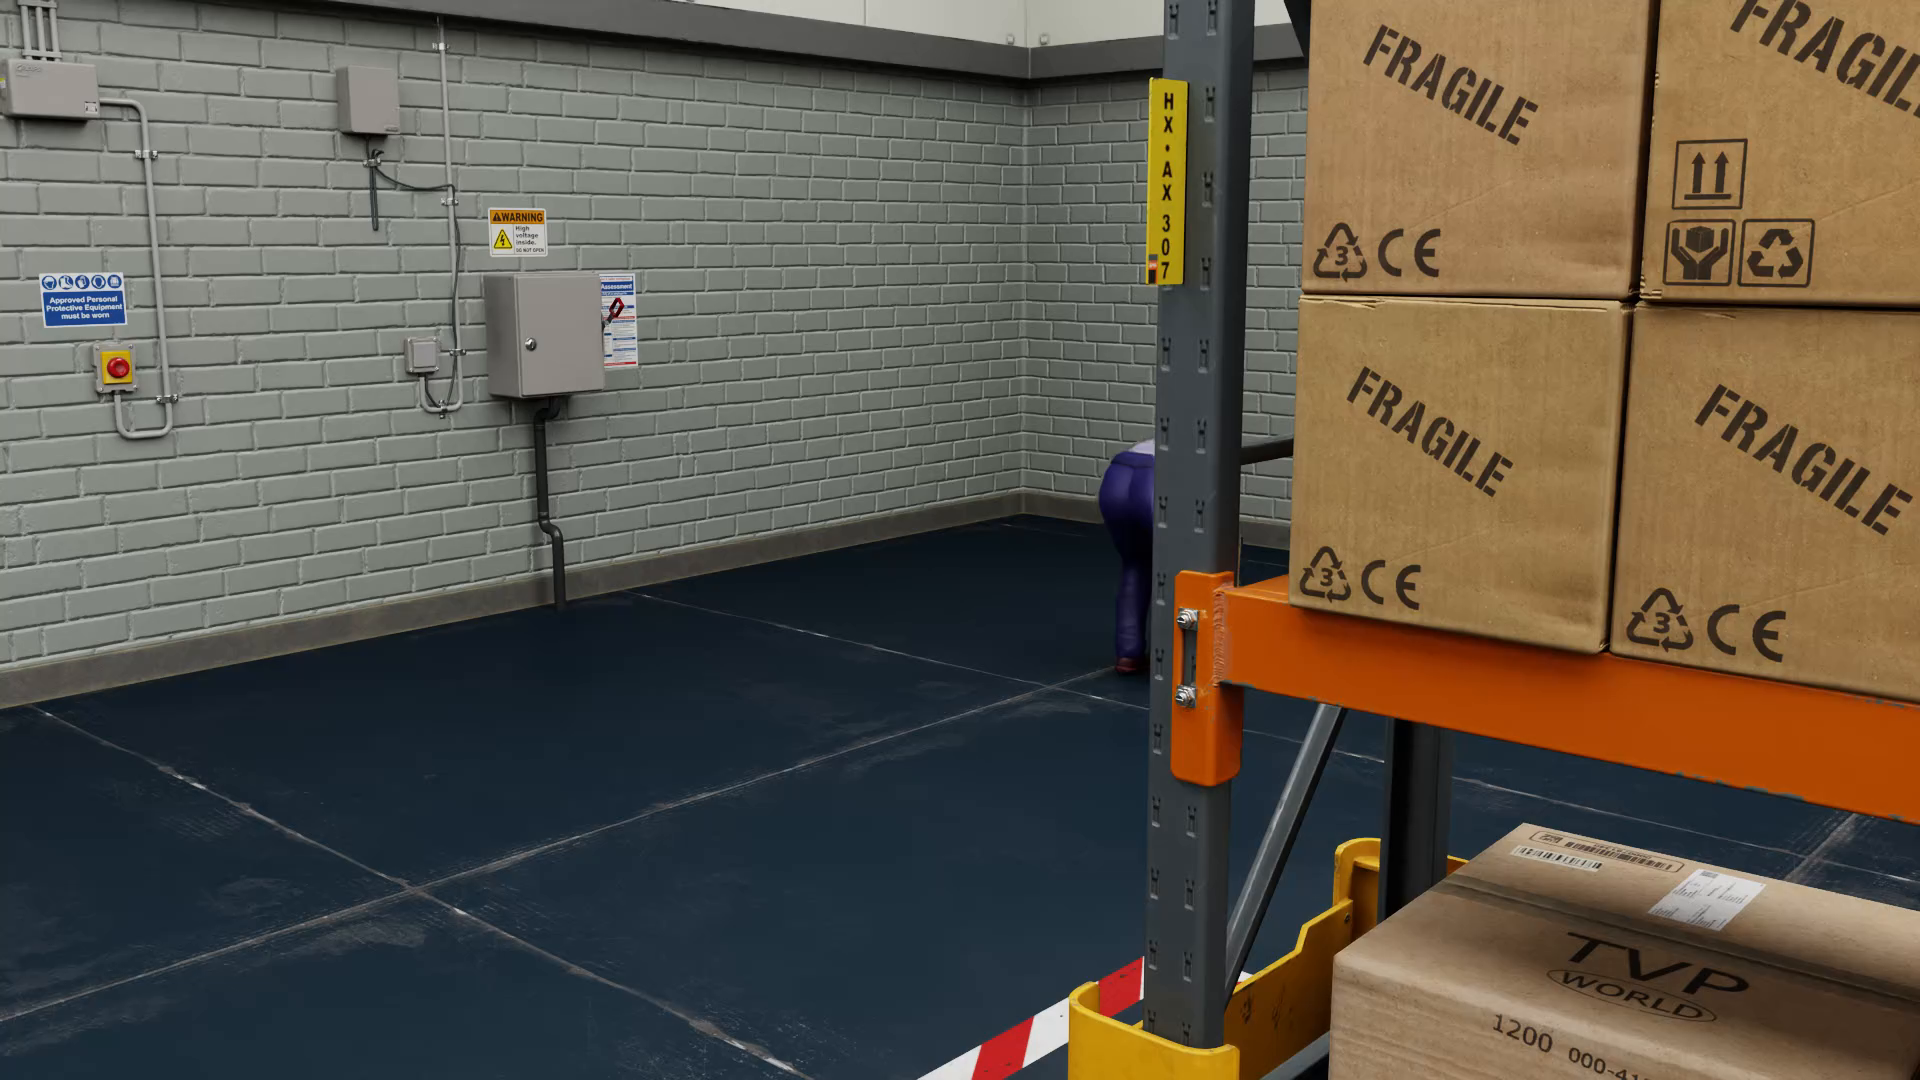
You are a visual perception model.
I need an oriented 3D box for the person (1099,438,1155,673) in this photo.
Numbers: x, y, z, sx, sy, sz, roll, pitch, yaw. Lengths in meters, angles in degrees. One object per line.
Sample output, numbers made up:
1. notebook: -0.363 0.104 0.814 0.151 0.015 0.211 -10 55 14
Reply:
1. person: 0.976 0.007 7.319 0.455 1.153 0.888 8 13 39
